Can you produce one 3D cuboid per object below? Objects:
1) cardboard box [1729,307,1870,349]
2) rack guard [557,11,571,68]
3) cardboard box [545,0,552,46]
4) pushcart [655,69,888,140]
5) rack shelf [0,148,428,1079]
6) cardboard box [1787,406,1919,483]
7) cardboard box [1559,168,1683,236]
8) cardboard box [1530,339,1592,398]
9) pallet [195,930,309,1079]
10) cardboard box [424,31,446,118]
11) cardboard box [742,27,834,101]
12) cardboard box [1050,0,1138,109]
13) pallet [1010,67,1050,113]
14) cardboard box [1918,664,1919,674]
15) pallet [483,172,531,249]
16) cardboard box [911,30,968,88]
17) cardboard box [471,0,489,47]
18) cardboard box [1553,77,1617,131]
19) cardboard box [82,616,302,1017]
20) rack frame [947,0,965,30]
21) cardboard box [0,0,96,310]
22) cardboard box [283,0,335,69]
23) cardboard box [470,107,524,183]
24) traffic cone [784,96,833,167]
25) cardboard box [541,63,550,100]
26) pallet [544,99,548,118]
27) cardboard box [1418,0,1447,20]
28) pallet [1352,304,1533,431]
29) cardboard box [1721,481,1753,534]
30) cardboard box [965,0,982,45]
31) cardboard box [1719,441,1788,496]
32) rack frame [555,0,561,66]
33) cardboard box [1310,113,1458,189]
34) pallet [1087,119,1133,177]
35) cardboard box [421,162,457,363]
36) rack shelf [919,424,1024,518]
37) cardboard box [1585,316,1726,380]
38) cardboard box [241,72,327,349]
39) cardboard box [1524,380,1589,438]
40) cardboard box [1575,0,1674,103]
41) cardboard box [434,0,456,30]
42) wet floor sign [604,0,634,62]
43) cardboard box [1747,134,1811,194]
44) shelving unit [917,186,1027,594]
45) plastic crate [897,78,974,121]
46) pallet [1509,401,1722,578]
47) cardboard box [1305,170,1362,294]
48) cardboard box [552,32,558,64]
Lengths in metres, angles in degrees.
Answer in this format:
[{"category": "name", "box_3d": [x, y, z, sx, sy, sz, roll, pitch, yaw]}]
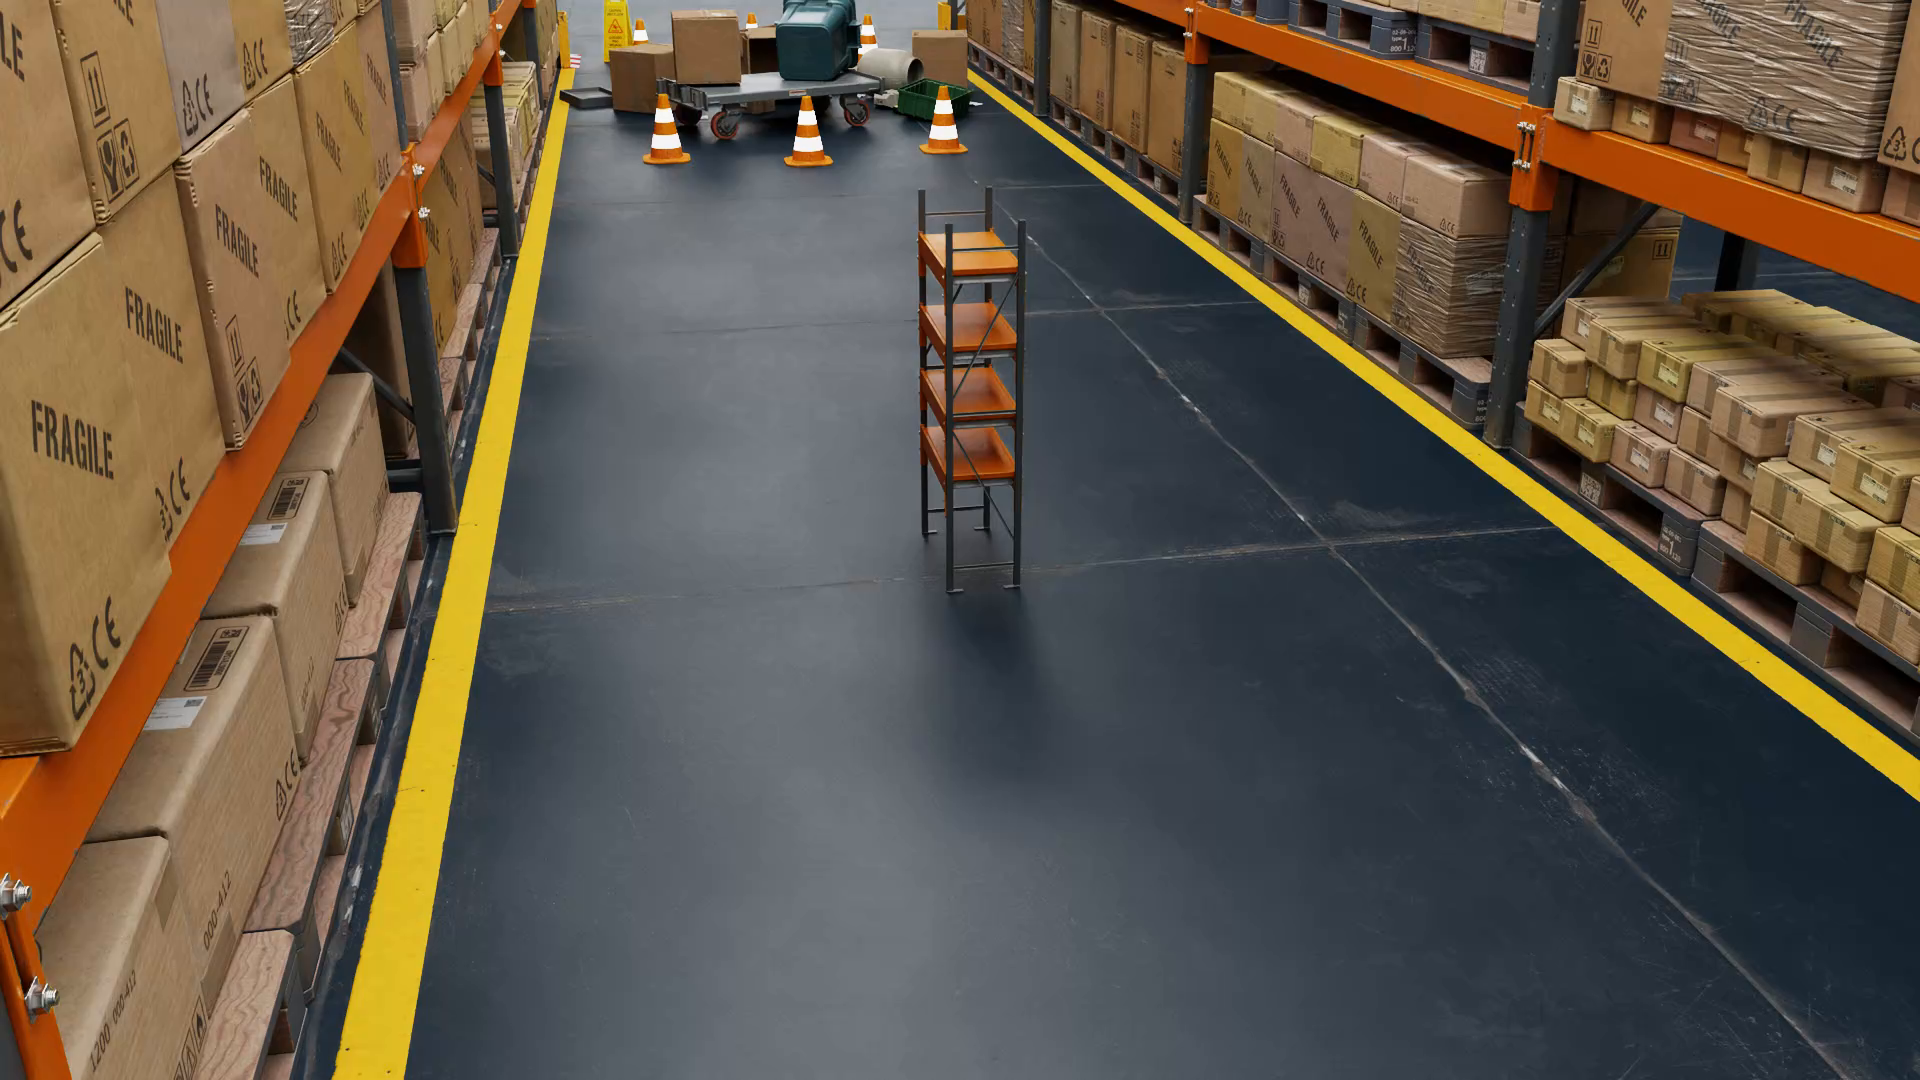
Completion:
[{"category": "cardboard box", "box_3d": [2.998, -0.723, 5.952, 0.380, 0.149, 0.250, -4, 24, -9]}, {"category": "rack guard", "box_3d": [-4.461, -4.922, 16.394, 1.175, 0.500, 0.348, -4, 24, -10]}, {"category": "cardboard box", "box_3d": [-3.784, -4.465, 14.200, 0.500, 0.500, 0.500, -3, 24, -7]}, {"category": "pushcart", "box_3d": [-1.504, -3.510, 13.316, 1.648, 0.377, 0.936, -13, 27, -28]}, {"category": "rack shelf", "box_3d": [-1.886, -0.261, 3.498, 1.077, 0.370, 4.000, -4, 24, -10]}, {"category": "cardboard box", "box_3d": [2.707, -0.274, 4.924, 0.380, 0.149, 0.250, -5, 24, -12]}, {"category": "cardboard box", "box_3d": [2.713, -1.484, 7.061, 0.500, 0.250, 0.500, -5, 24, -12]}, {"category": "cardboard box", "box_3d": [2.343, -0.639, 6.131, 0.380, 0.149, 0.250, -3, 24, -7]}, {"category": "pallet", "box_3d": [-1.741, 1.166, 2.817, 1.003, 0.211, 1.213, -4, 24, -10]}, {"category": "cardboard box", "box_3d": [-2.175, -1.704, 6.092, 0.500, 0.250, 0.500, -5, 24, -11]}, {"category": "cardboard box", "box_3d": [-1.481, -4.144, 14.441, 0.797, 0.637, 0.503, -4, 24, -10]}, {"category": "cardboard box", "box_3d": [1.314, -3.854, 13.112, 1.050, 0.750, 0.750, -4, 24, -10]}, {"category": "pallet", "box_3d": [1.047, -3.957, 14.546, 1.003, 0.211, 1.213, -4, 24, -10]}, {"category": "cardboard box", "box_3d": [2.749, 0.317, 4.314, 0.380, 0.149, 0.250, -5, 24, -12]}, {"category": "pallet", "box_3d": [-3.138, -1.980, 10.019, 1.003, 0.211, 1.213, -4, 24, -10]}, {"category": "cardboard box", "box_3d": [-0.185, -4.320, 15.013, 0.500, 0.500, 0.500, 0, 24, -1]}, {"category": "cardboard box", "box_3d": [-2.537, -2.502, 7.918, 0.500, 0.250, 0.500, -4, 24, -9]}, {"category": "cardboard box", "box_3d": [2.321, -1.532, 5.824, 0.380, 0.149, 0.250, -3, 24, -8]}, {"category": "cardboard box", "box_3d": [-1.914, 0.567, 3.381, 0.875, 0.438, 0.875, -4, 24, -8]}, {"category": "rack frame", "box_3d": [0.371, -6.503, 16.892, 1.000, 3.000, 0.127, -4, 24, -10]}, {"category": "cardboard box", "box_3d": [-1.325, -0.517, 1.813, 0.500, 0.500, 0.500, -5, 24, -11]}, {"category": "cardboard box", "box_3d": [-1.708, -1.316, 3.641, 0.500, 0.500, 0.500, -4, 24, -9]}, {"category": "cardboard box", "box_3d": [-3.234, -2.451, 10.373, 0.950, 0.372, 0.625, -5, 24, -11]}, {"category": "traffic cone", "box_3d": [-1.093, -2.937, 11.896, 0.336, 0.463, 0.334, -4, 24, -10]}, {"category": "cardboard box", "box_3d": [-3.579, -3.708, 13.403, 0.500, 0.250, 0.500, -5, 24, -12]}, {"category": "pallet", "box_3d": [-3.894, -3.507, 13.517, 1.003, 0.211, 1.213, -4, 24, -10]}, {"category": "cardboard box", "box_3d": [2.183, -2.301, 7.059, 0.380, 0.149, 0.250, -6, 24, -12]}, {"category": "pallet", "box_3d": [2.445, -0.811, 7.344, 1.003, 0.211, 1.213, -4, 24, -10]}, {"category": "cardboard box", "box_3d": [2.668, -0.104, 5.278, 0.380, 0.149, 0.250, -5, 24, -12]}, {"category": "cardboard box", "box_3d": [0.562, -5.460, 16.634, 0.875, 0.875, 0.875, -4, 24, -9]}, {"category": "cardboard box", "box_3d": [2.633, -0.237, 5.210, 0.380, 0.149, 0.250, -3, 24, -7]}, {"category": "rack frame", "box_3d": [-4.475, -6.097, 15.962, 1.000, 3.000, 0.127, -4, 24, -10]}, {"category": "cardboard box", "box_3d": [2.010, -1.858, 7.918, 0.500, 0.250, 0.500, -5, 24, -12]}, {"category": "pallet", "box_3d": [1.557, -2.873, 12.064, 1.003, 0.211, 1.213, -4, 24, -10]}, {"category": "cardboard box", "box_3d": [-2.624, -1.188, 6.853, 0.875, 0.875, 0.875, -4, 24, -8]}, {"category": "rack shelf", "box_3d": [0.031, -0.241, 5.467, 0.258, 0.148, 0.480, -4, 24, -10]}, {"category": "cardboard box", "box_3d": [2.443, -0.678, 5.849, 0.380, 0.149, 0.250, -3, 24, -7]}, {"category": "cardboard box", "box_3d": [-1.629, -0.654, 3.374, 0.500, 0.500, 0.500, -4, 24, -8]}, {"category": "cardboard box", "box_3d": [2.342, -0.502, 6.189, 0.380, 0.149, 0.250, -5, 24, -12]}, {"category": "cardboard box", "box_3d": [2.434, -1.752, 5.516, 0.500, 0.500, 0.500, -5, 24, -11]}, {"category": "cardboard box", "box_3d": [-2.251, -2.135, 6.453, 0.500, 0.250, 0.500, -4, 24, -9]}, {"category": "wet floor sign", "box_3d": [-3.458, -5.172, 16.786, 0.267, 0.644, 0.232, 4, 24, 9]}, {"category": "cardboard box", "box_3d": [2.570, -1.124, 4.889, 0.380, 0.149, 0.250, -4, 24, -9]}, {"category": "shelving unit", "box_3d": [0.031, -0.485, 5.361, 0.258, 1.200, 0.503, -4, 24, -10]}, {"category": "plastic crate", "box_3d": [-0.209, -3.639, 13.775, 0.450, 0.188, 0.662, 17, 27, 13]}, {"category": "pallet", "box_3d": [2.749, -0.244, 6.044, 1.003, 0.211, 1.213, -4, 24, -10]}, {"category": "cardboard box", "box_3d": [2.021, -1.506, 8.050, 0.500, 0.500, 0.500, -5, 24, -11]}, {"category": "cardboard box", "box_3d": [-3.973, -4.527, 15.278, 0.500, 0.250, 0.500, -4, 24, -10]}]
